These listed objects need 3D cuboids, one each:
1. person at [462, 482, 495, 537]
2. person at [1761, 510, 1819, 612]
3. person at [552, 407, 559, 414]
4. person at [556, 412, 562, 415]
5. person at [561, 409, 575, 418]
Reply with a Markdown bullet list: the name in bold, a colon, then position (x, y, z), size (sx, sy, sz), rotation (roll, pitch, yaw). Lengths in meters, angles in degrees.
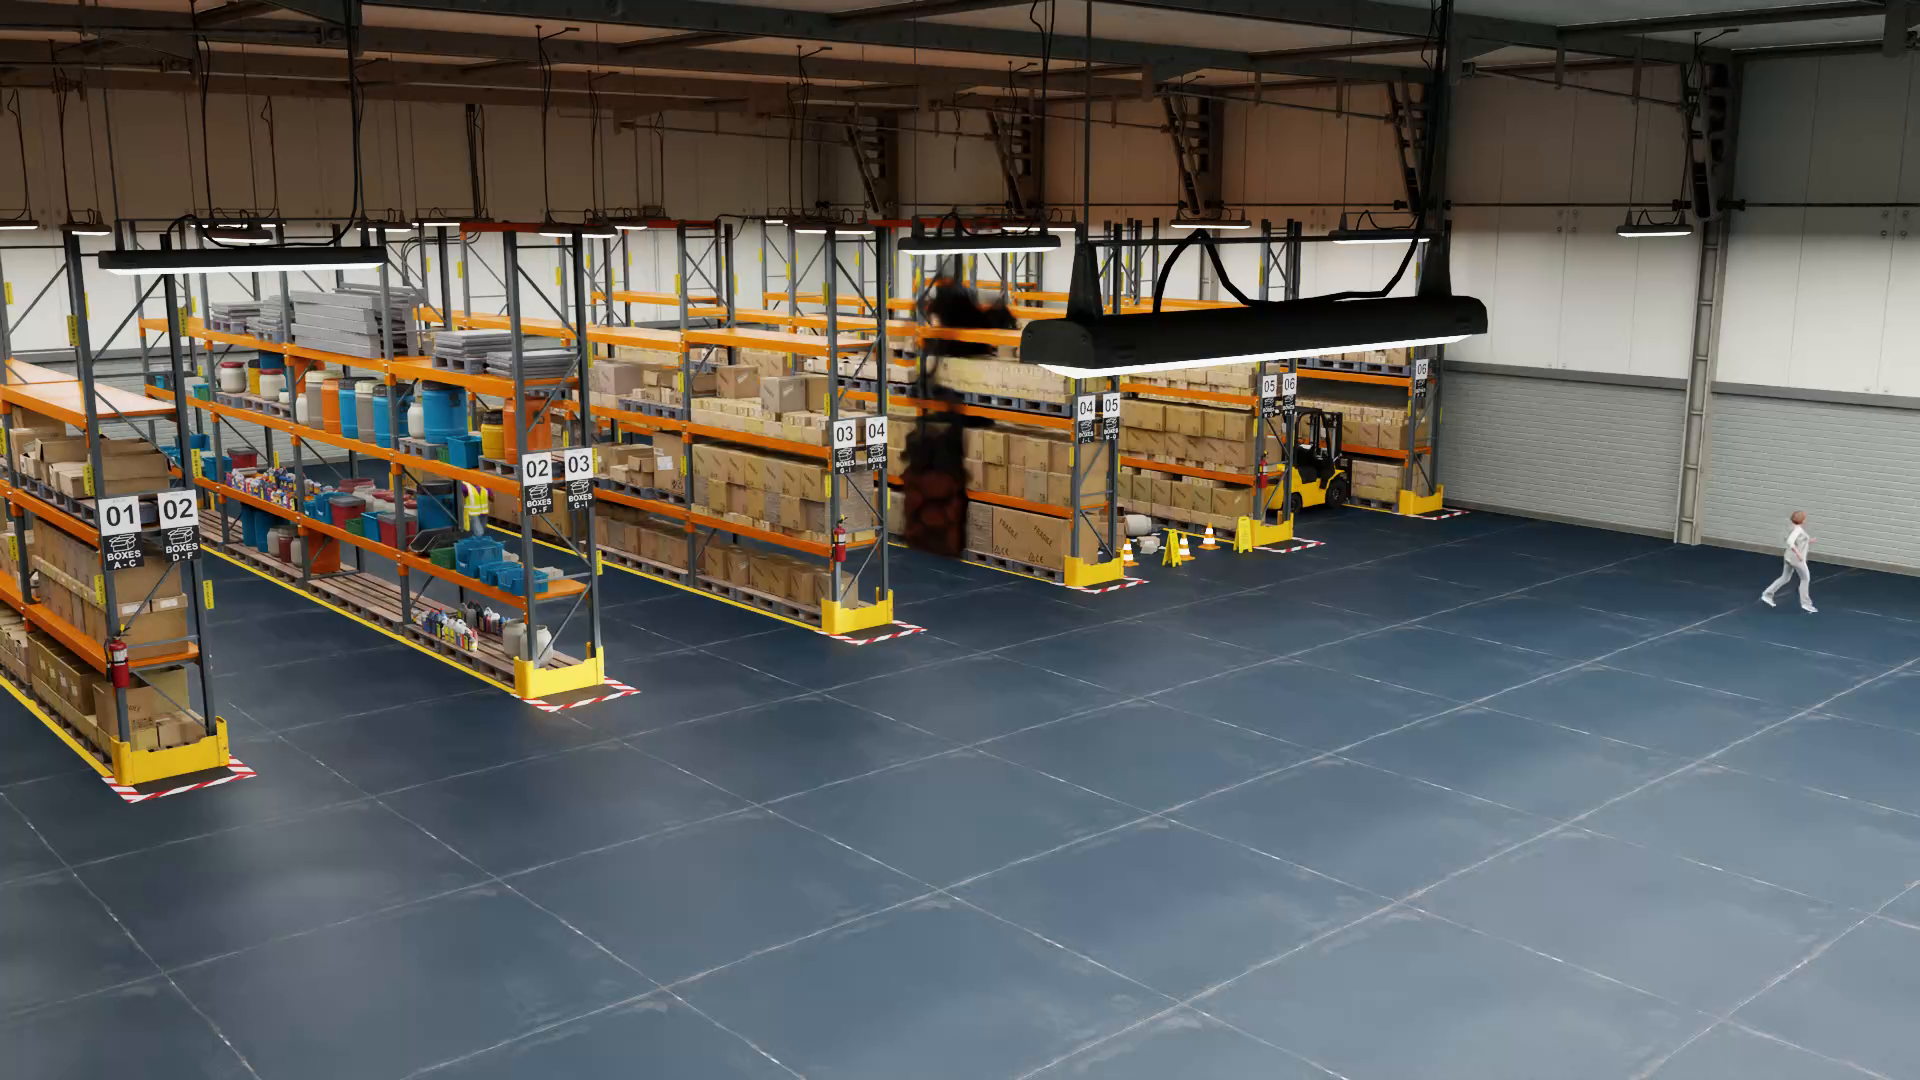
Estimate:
- **person**: position (-8.550, -0.440, 29.440), size (0.959, 1.772, 0.686), rotation (10, 15, 40)
- **person**: position (13.082, 0.331, 26.085), size (0.842, 1.612, 0.526), rotation (0, 11, 2)
- **person**: position (-9.506, -2.298, 38.992), size (0.591, 1.662, 0.860), rotation (-2, 12, -11)
- **person**: position (-9.317, -2.165, 38.533), size (0.683, 1.608, 0.874), rotation (-4, 12, -17)
- **person**: position (-9.454, -2.470, 39.924), size (0.649, 1.703, 0.679), rotation (5, 12, 21)
